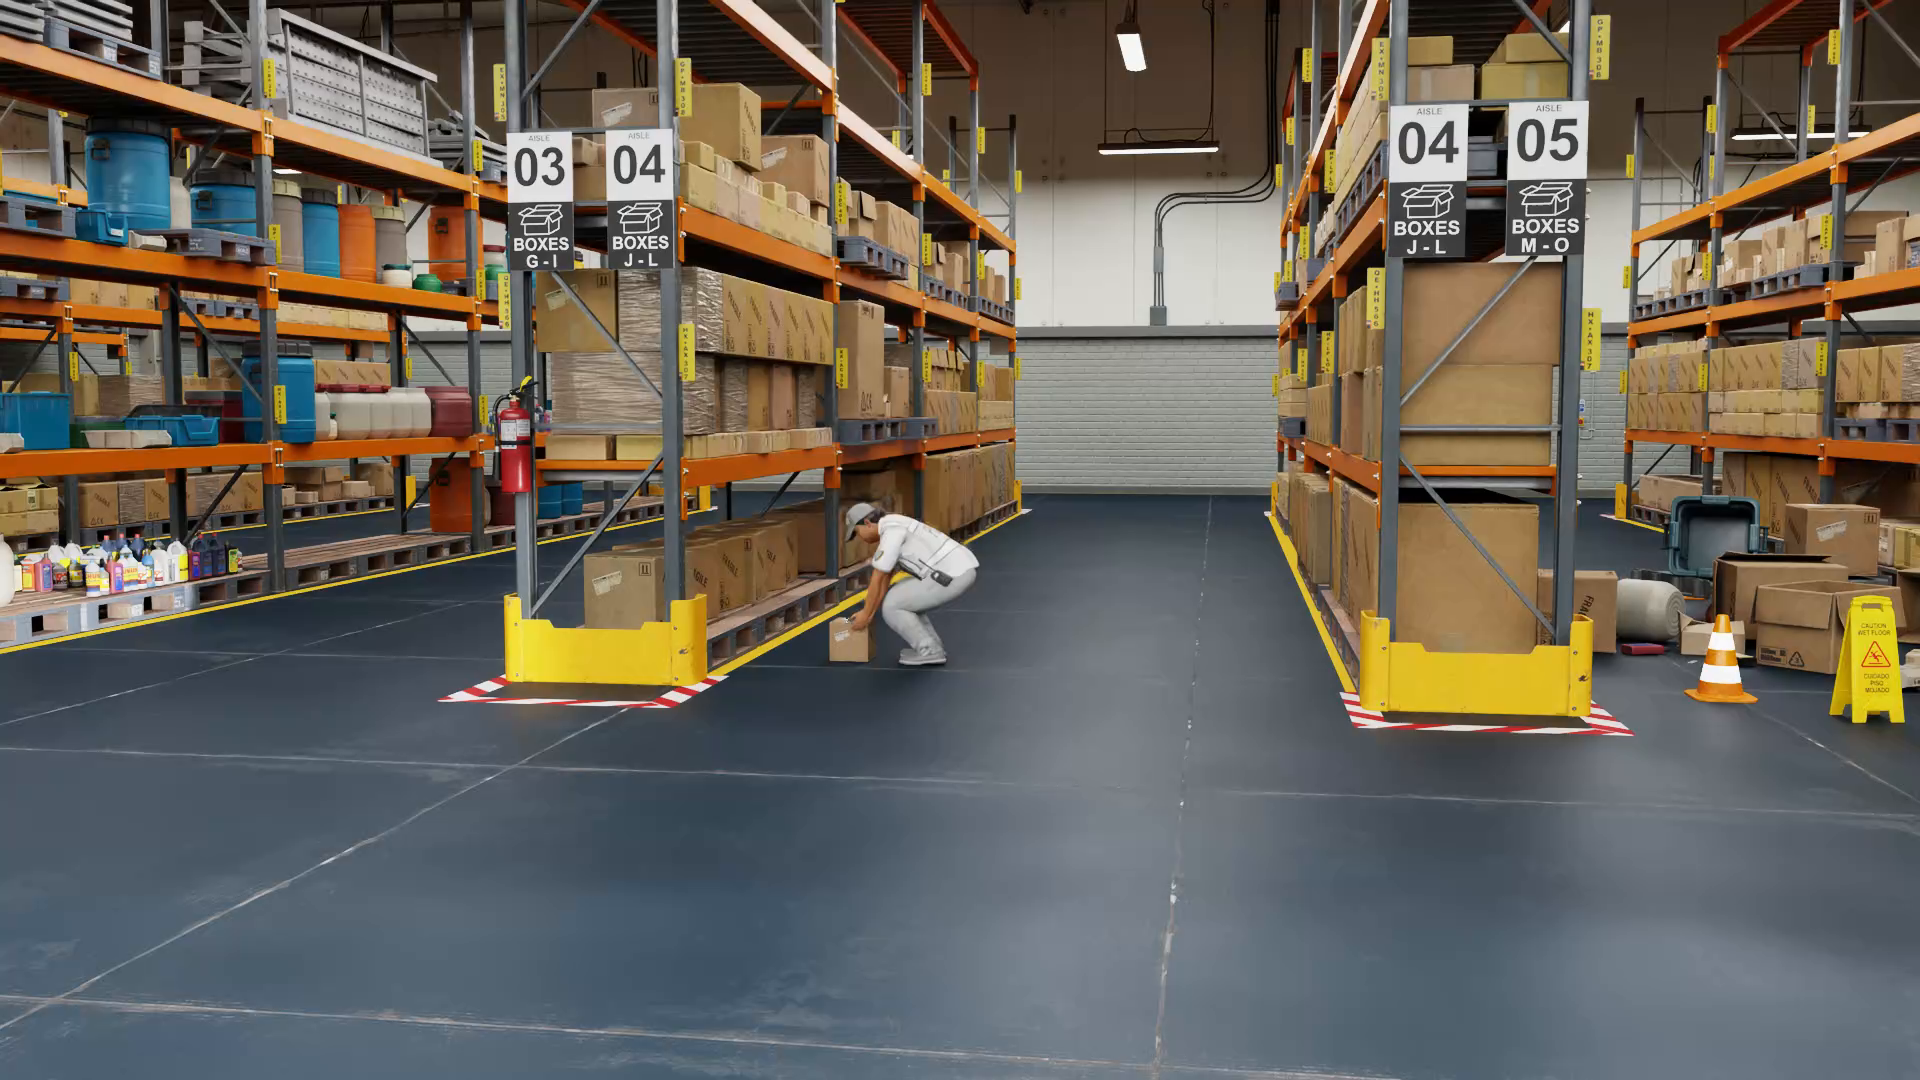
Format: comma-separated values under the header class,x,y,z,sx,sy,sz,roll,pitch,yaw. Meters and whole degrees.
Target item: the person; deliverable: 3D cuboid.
class,x,y,z,sx,sy,sz,roll,pitch,yaw
person,-0.310,0.273,10.583,0.844,1.016,0.522,1,5,9
